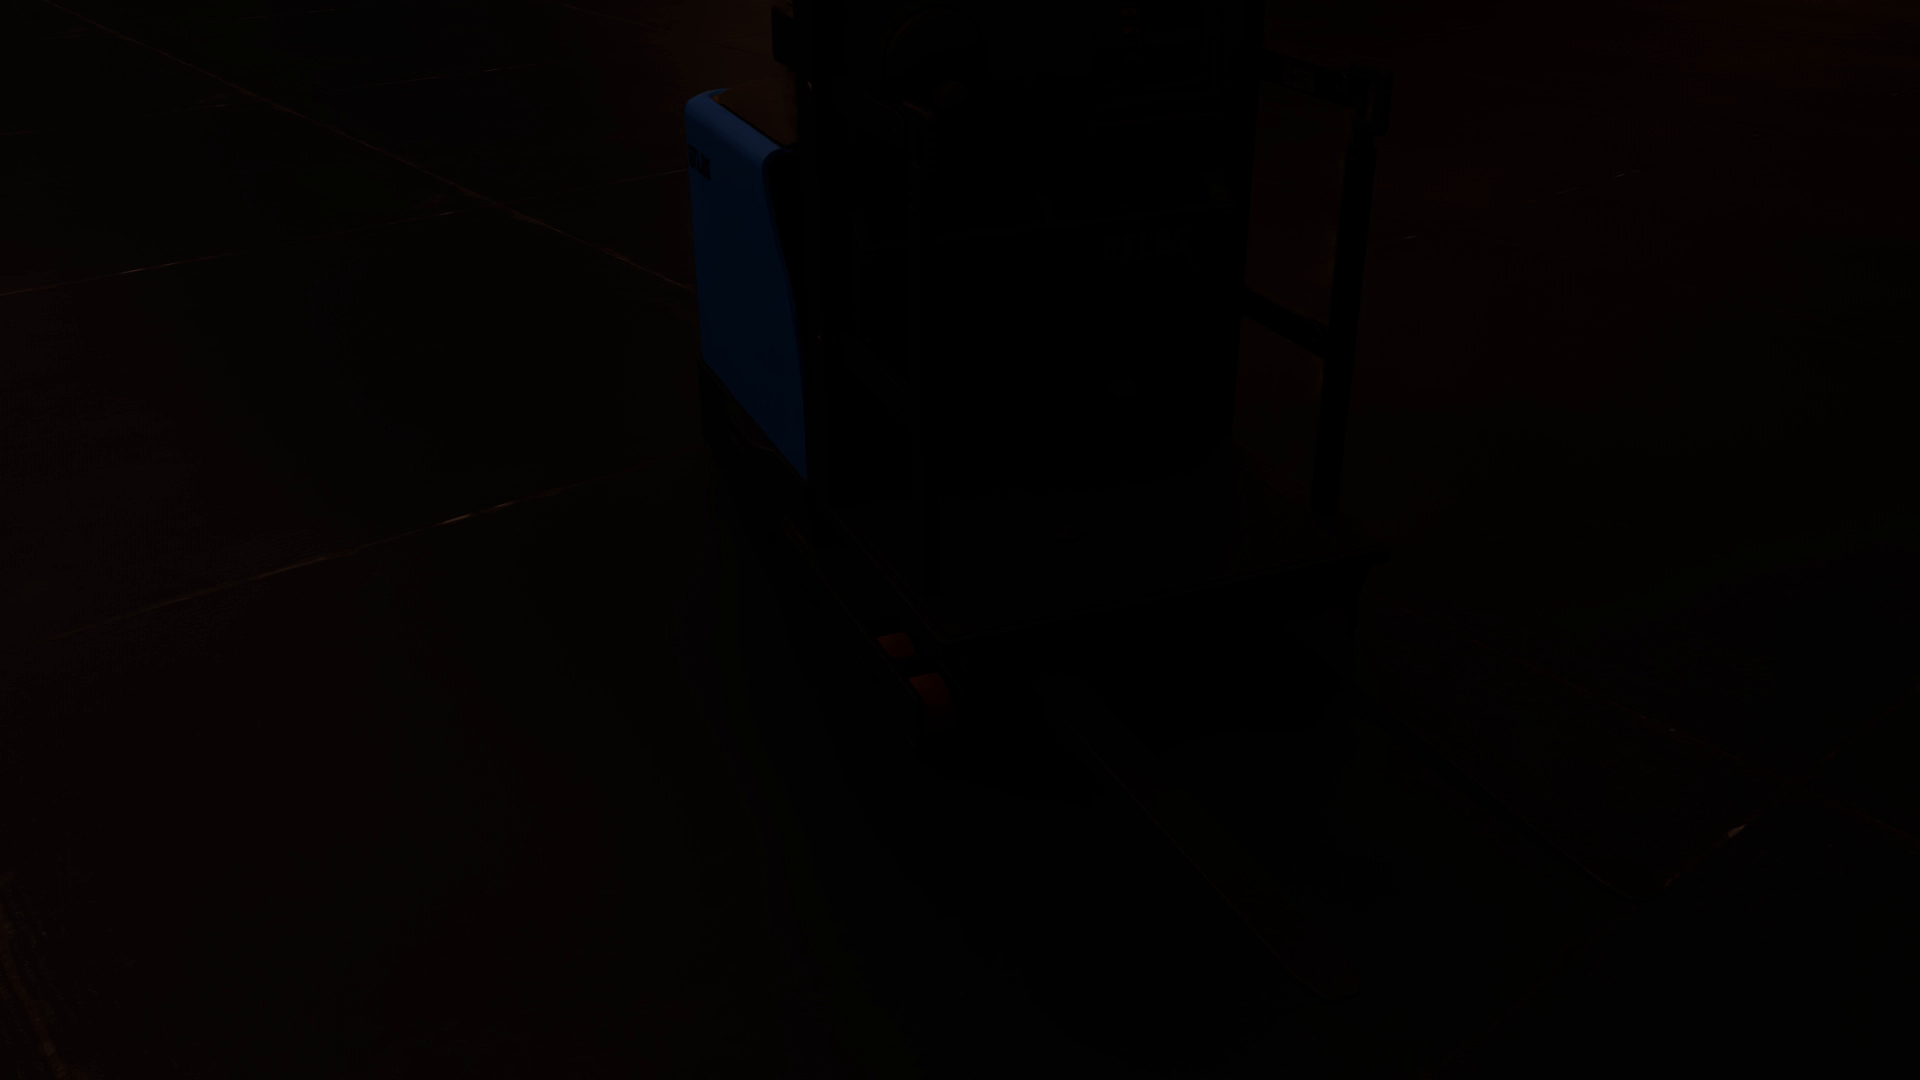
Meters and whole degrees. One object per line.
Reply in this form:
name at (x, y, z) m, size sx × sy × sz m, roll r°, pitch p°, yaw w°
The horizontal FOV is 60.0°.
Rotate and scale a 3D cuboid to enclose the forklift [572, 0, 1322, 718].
forklift at (0.285, -1.552, 4.331) m, size 1.130 × 2.935 × 3.031 m, roll 13°, pitch 29°, yaw 25°
